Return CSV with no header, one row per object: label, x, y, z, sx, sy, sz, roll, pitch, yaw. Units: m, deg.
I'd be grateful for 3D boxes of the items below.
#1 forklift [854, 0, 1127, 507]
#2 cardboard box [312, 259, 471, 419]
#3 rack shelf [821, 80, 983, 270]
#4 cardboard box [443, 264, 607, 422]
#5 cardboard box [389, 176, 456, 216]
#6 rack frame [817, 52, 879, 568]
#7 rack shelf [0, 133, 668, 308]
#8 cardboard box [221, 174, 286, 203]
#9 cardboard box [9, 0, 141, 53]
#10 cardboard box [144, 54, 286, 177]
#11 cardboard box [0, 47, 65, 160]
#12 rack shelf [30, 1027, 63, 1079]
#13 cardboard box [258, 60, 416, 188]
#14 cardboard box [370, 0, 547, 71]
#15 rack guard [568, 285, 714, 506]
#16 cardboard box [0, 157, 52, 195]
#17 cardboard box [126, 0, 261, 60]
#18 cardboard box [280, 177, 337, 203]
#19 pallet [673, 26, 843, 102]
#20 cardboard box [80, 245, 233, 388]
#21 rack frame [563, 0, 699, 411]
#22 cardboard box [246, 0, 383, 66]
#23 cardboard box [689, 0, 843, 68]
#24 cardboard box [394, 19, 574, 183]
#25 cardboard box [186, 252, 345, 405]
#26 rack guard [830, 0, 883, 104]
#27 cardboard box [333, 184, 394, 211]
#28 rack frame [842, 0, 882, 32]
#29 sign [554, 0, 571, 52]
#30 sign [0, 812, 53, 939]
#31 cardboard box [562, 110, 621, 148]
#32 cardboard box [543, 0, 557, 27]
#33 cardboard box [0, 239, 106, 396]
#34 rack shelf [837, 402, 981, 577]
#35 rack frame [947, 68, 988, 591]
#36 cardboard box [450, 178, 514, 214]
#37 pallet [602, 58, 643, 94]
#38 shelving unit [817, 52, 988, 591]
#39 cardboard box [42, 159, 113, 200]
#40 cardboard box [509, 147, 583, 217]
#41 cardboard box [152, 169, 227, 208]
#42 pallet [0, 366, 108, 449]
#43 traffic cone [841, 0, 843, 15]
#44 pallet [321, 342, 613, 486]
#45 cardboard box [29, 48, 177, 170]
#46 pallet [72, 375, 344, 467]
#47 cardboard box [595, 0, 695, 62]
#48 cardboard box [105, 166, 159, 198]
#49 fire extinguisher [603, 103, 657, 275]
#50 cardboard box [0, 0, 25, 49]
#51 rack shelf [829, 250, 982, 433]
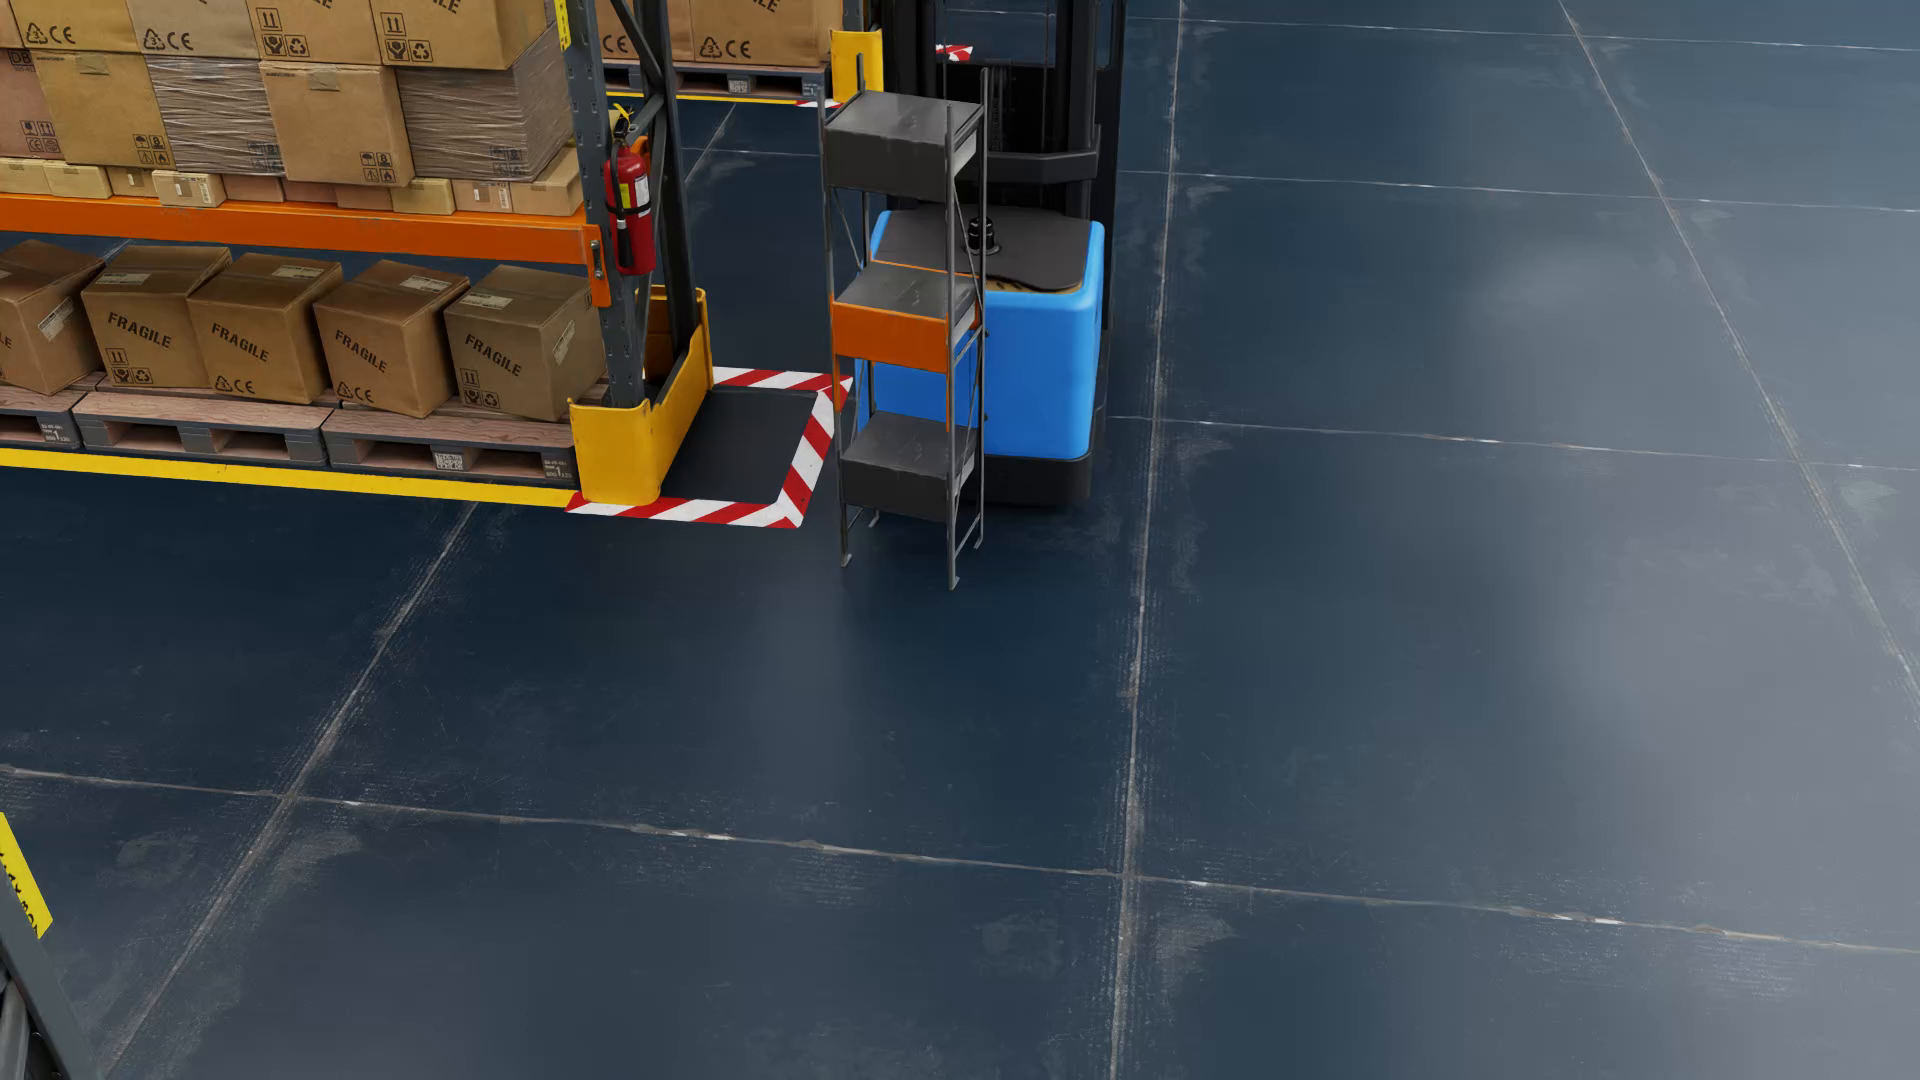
forklift,0.224,-2.183,7.786,1.130,2.935,3.031,4,36,6
cardboard box,-2.612,-0.946,7.784,0.500,0.500,0.500,14,38,18
rack shelf,-0.203,-1.357,6.162,0.480,0.518,0.431,12,37,16
cardboard box,-2.014,-0.922,7.749,0.500,0.500,0.500,11,37,15
cardboard box,-2.209,-1.520,7.014,0.250,0.149,0.380,4,36,6
rack frame,-0.433,-0.845,6.627,0.015,2.100,0.400,12,37,16
rack shelf,-3.381,-1.567,7.483,4.000,0.370,1.077,4,36,6
cardboard box,-2.948,-1.595,7.119,0.250,0.149,0.380,4,36,6
cardboard box,-3.461,-2.293,6.678,0.500,0.500,0.500,4,36,6
cardboard box,-2.941,-1.960,7.072,0.500,0.500,0.875,4,36,6
cardboard box,-3.926,-2.065,7.219,0.500,0.500,0.875,4,36,6
rack shelf,-4.012,1.286,3.485,4.000,0.370,1.077,4,36,6
cardboard box,-2.450,-1.898,6.986,0.500,0.500,0.875,4,36,6
cardboard box,-1.974,-2.179,6.519,0.500,0.500,0.500,4,36,6
rack guard,-1.473,-0.700,7.801,0.348,0.500,1.175,4,36,6
cardboard box,-3.947,-1.638,7.180,0.250,0.149,0.380,4,36,6
cardboard box,-2.967,-2.251,6.620,0.500,0.500,0.500,4,36,6
cardboard box,-2.697,-1.590,7.111,0.250,0.149,0.380,4,36,6
pallet,-1.468,-3.442,11.891,1.213,0.211,1.003,4,36,6
cardboard box,-3.778,-1.070,7.958,0.500,0.500,0.500,1,36,2
rack frame,-1.397,-1.712,7.067,0.127,3.000,1.000,4,36,6
cardboard box,-2.471,-2.213,6.566,0.500,0.500,0.500,4,36,6
cardboard box,-1.346,-3.881,11.573,0.875,0.875,0.875,4,36,6
cardboard box,-1.939,-1.930,7.031,0.500,0.500,0.875,4,36,6
cardboard box,-3.230,-1.003,7.864,0.500,0.500,0.500,7,36,10
rack guard,-0.641,-3.543,11.785,0.348,0.500,1.175,4,36,6
cardboard box,-2.455,-1.547,7.052,0.250,0.149,0.380,4,36,6
rack frame,-0.665,-4.563,11.061,0.127,3.000,1.000,4,36,6
sign,-1.488,-1.994,6.193,0.005,0.325,0.100,4,36,6
sign,-1.954,0.712,3.432,0.005,0.325,0.100,4,36,6
cardboard box,-1.650,-1.768,7.362,0.250,0.149,0.380,4,36,6
cardboard box,-1.908,-2.479,6.938,0.500,0.500,0.500,4,36,6
cardboard box,-4.404,-1.071,7.959,0.500,0.500,0.500,16,38,21
rack shelf,-0.203,-0.217,6.975,0.480,0.518,0.431,12,37,16
rack frame,0.027,-0.751,6.495,0.015,2.100,0.400,12,37,16
cardboard box,-1.954,-1.531,7.029,0.250,0.149,0.380,4,36,6
pallet,-2.675,-3.533,12.019,1.213,0.211,1.003,4,36,6
shelving unit,-0.203,-0.798,6.561,0.503,2.100,0.431,12,37,16
cardboard box,-3.700,-1.613,7.145,0.250,0.149,0.380,4,36,6
cardboard box,-1.706,-1.512,7.003,0.250,0.149,0.380,4,36,6
cardboard box,-3.207,-1.563,7.074,0.250,0.149,0.380,4,36,6
pallet,-4.694,-0.844,8.251,1.213,0.211,1.003,4,36,6
traffic cone,-1.011,-4.388,12.999,0.334,0.463,0.336,4,36,6
pallet,-2.274,-0.663,7.998,1.213,0.211,1.003,4,36,6
cardboard box,-3.435,-2.004,7.134,0.500,0.500,0.875,4,36,6
pallet,-3.481,-0.755,8.126,1.213,0.211,1.003,4,36,6
cardboard box,-2.219,-3.945,11.663,0.875,0.875,0.875,4,36,5
cardboard box,-3.446,-1.621,7.156,0.250,0.149,0.380,4,36,6
fire extinguisher,-1.342,-1.407,6.706,0.183,0.674,0.296,4,36,6
cardboard box,-3.959,-2.324,6.721,0.500,0.500,0.500,4,36,6
rack shelf,-0.203,-0.787,6.569,0.480,0.518,0.431,12,37,16
